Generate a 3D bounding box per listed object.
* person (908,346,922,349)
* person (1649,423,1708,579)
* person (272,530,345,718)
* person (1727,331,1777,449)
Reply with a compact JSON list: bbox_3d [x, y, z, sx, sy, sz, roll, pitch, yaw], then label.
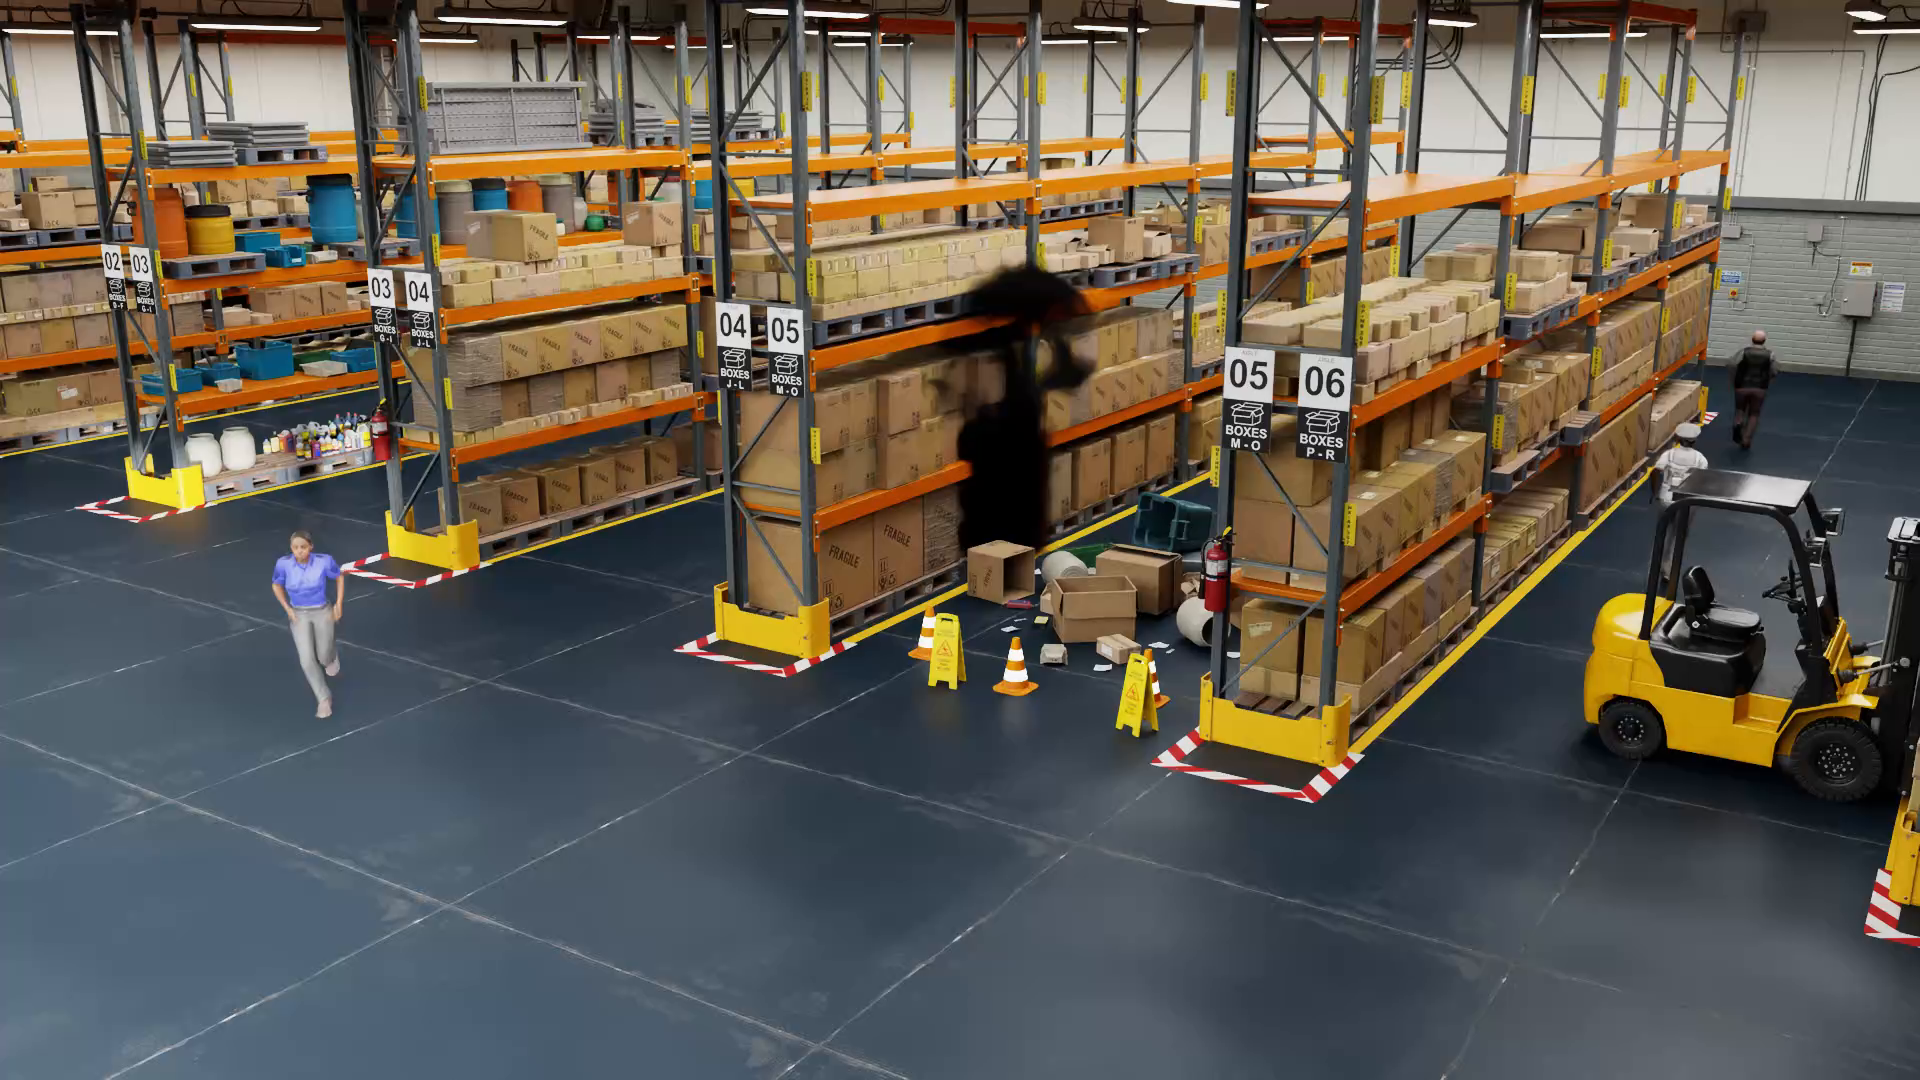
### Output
[{"bbox_3d":[-0.740,-2.033,22.231,0.693,1.769,0.764,6,17,20],"label":"person"},{"bbox_3d":[7.625,-0.431,17.679,0.551,1.648,0.663,9,18,28],"label":"person"},{"bbox_3d":[-5.453,0.631,14.028,0.561,1.607,0.756,-3,16,-9],"label":"person"},{"bbox_3d":[11.360,-2.178,23.906,0.640,1.675,0.662,7,17,25],"label":"person"}]
